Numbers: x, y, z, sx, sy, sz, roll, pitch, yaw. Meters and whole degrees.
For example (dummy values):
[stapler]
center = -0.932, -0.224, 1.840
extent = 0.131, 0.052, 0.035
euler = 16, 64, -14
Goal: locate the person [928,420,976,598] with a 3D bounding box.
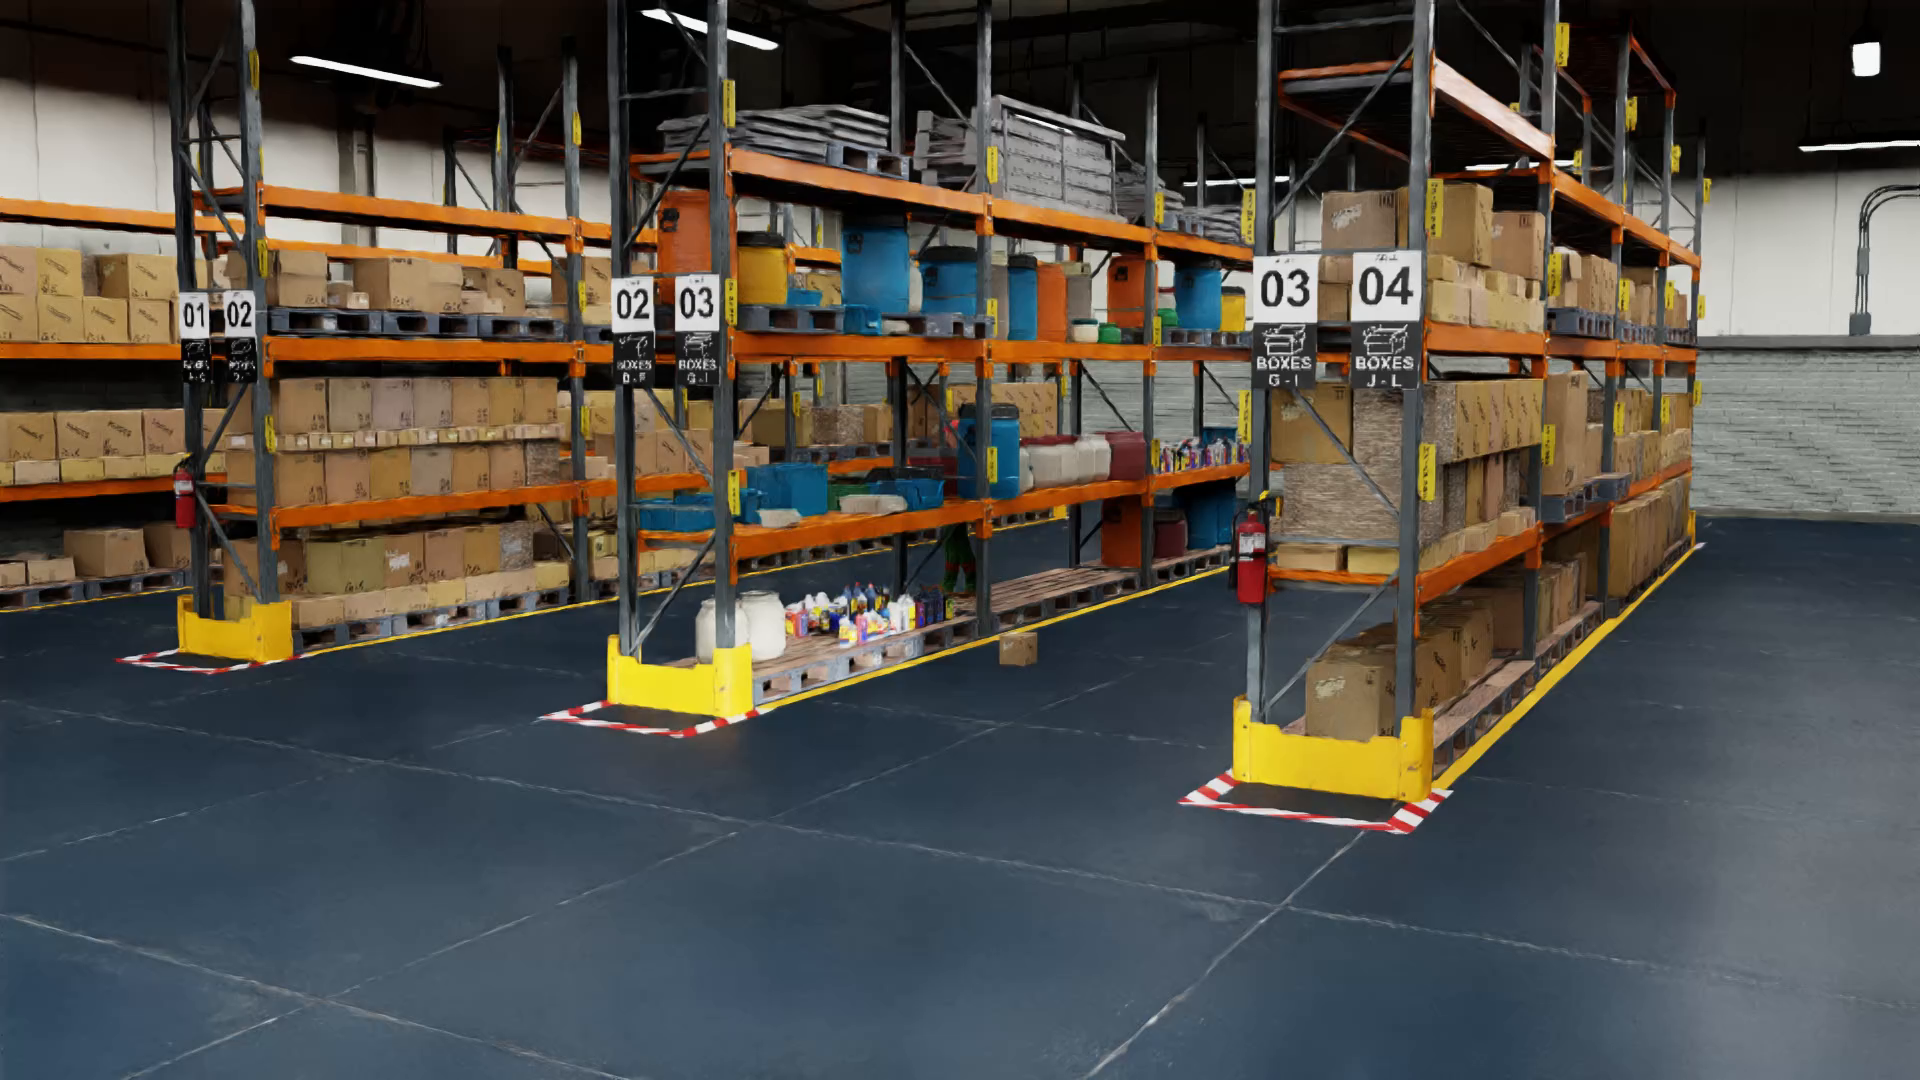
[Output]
[person]
center = -0.067, -0.315, 16.782
extent = 0.630, 1.790, 0.717
euler = 2, 6, 15
